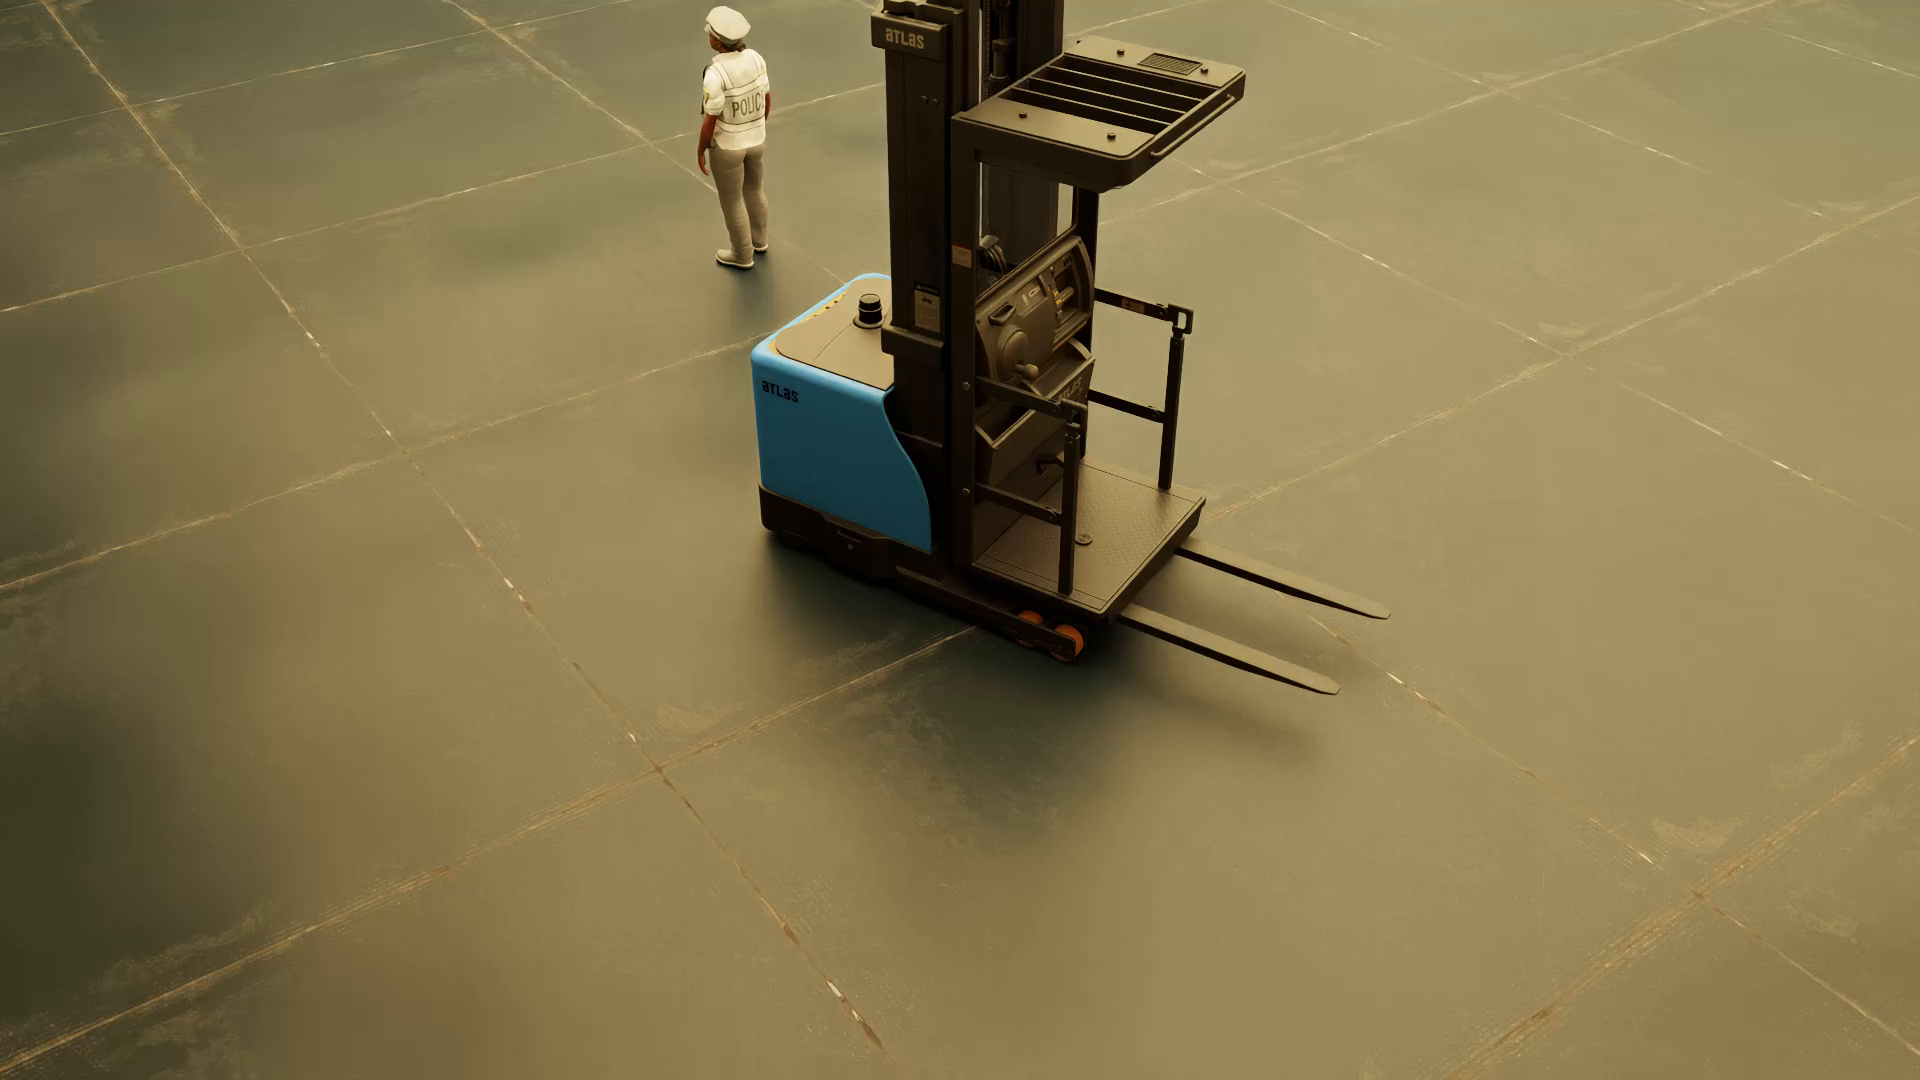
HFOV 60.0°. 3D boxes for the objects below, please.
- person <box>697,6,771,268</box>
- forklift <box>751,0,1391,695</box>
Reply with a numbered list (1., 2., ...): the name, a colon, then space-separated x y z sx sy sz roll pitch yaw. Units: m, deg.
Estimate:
1. person: -1.432 -2.503 10.357 0.530 1.695 0.570 29 45 34
2. forklift: 0.514 -0.985 7.276 3.031 2.935 1.130 21 41 26
